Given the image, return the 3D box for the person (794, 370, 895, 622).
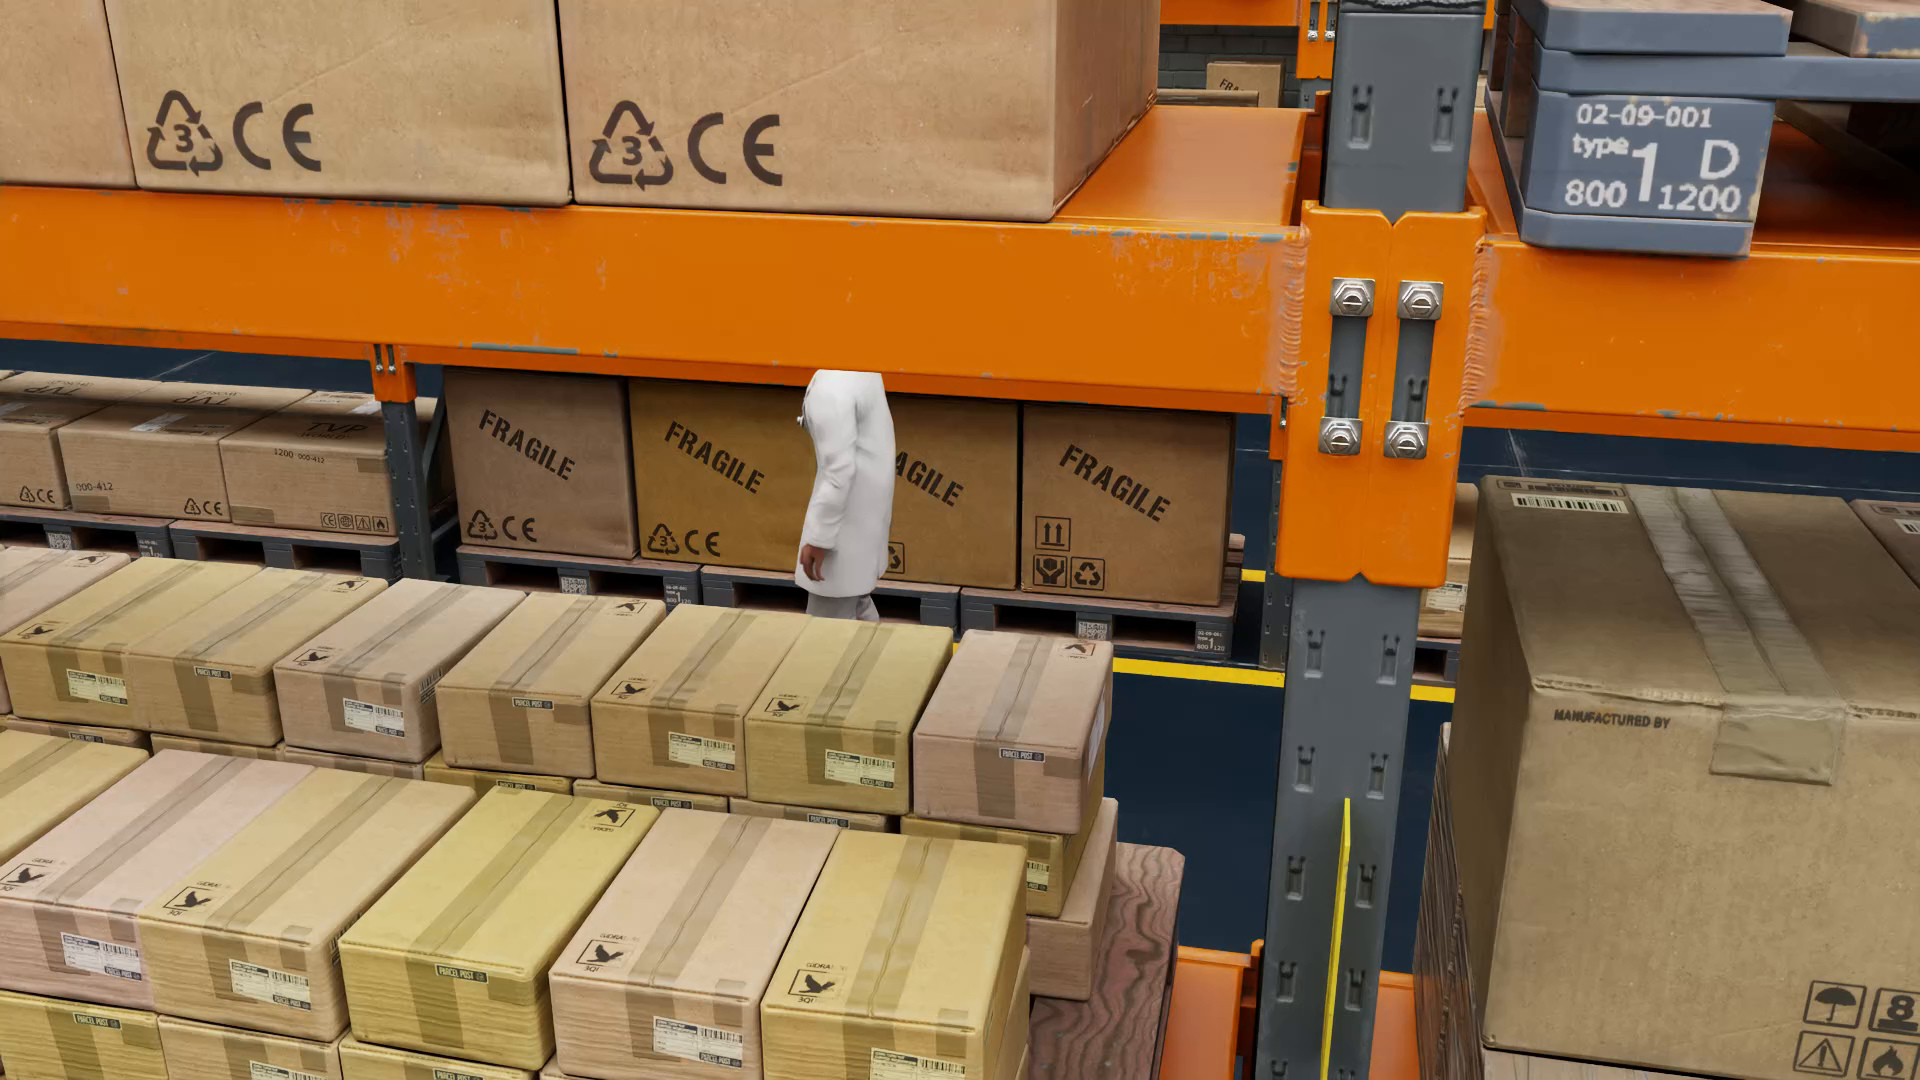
[{"bbox_3d":[-0.454,-0.073,6.292,0.419,1.775,0.655,3,21,8],"label":"person"}]
